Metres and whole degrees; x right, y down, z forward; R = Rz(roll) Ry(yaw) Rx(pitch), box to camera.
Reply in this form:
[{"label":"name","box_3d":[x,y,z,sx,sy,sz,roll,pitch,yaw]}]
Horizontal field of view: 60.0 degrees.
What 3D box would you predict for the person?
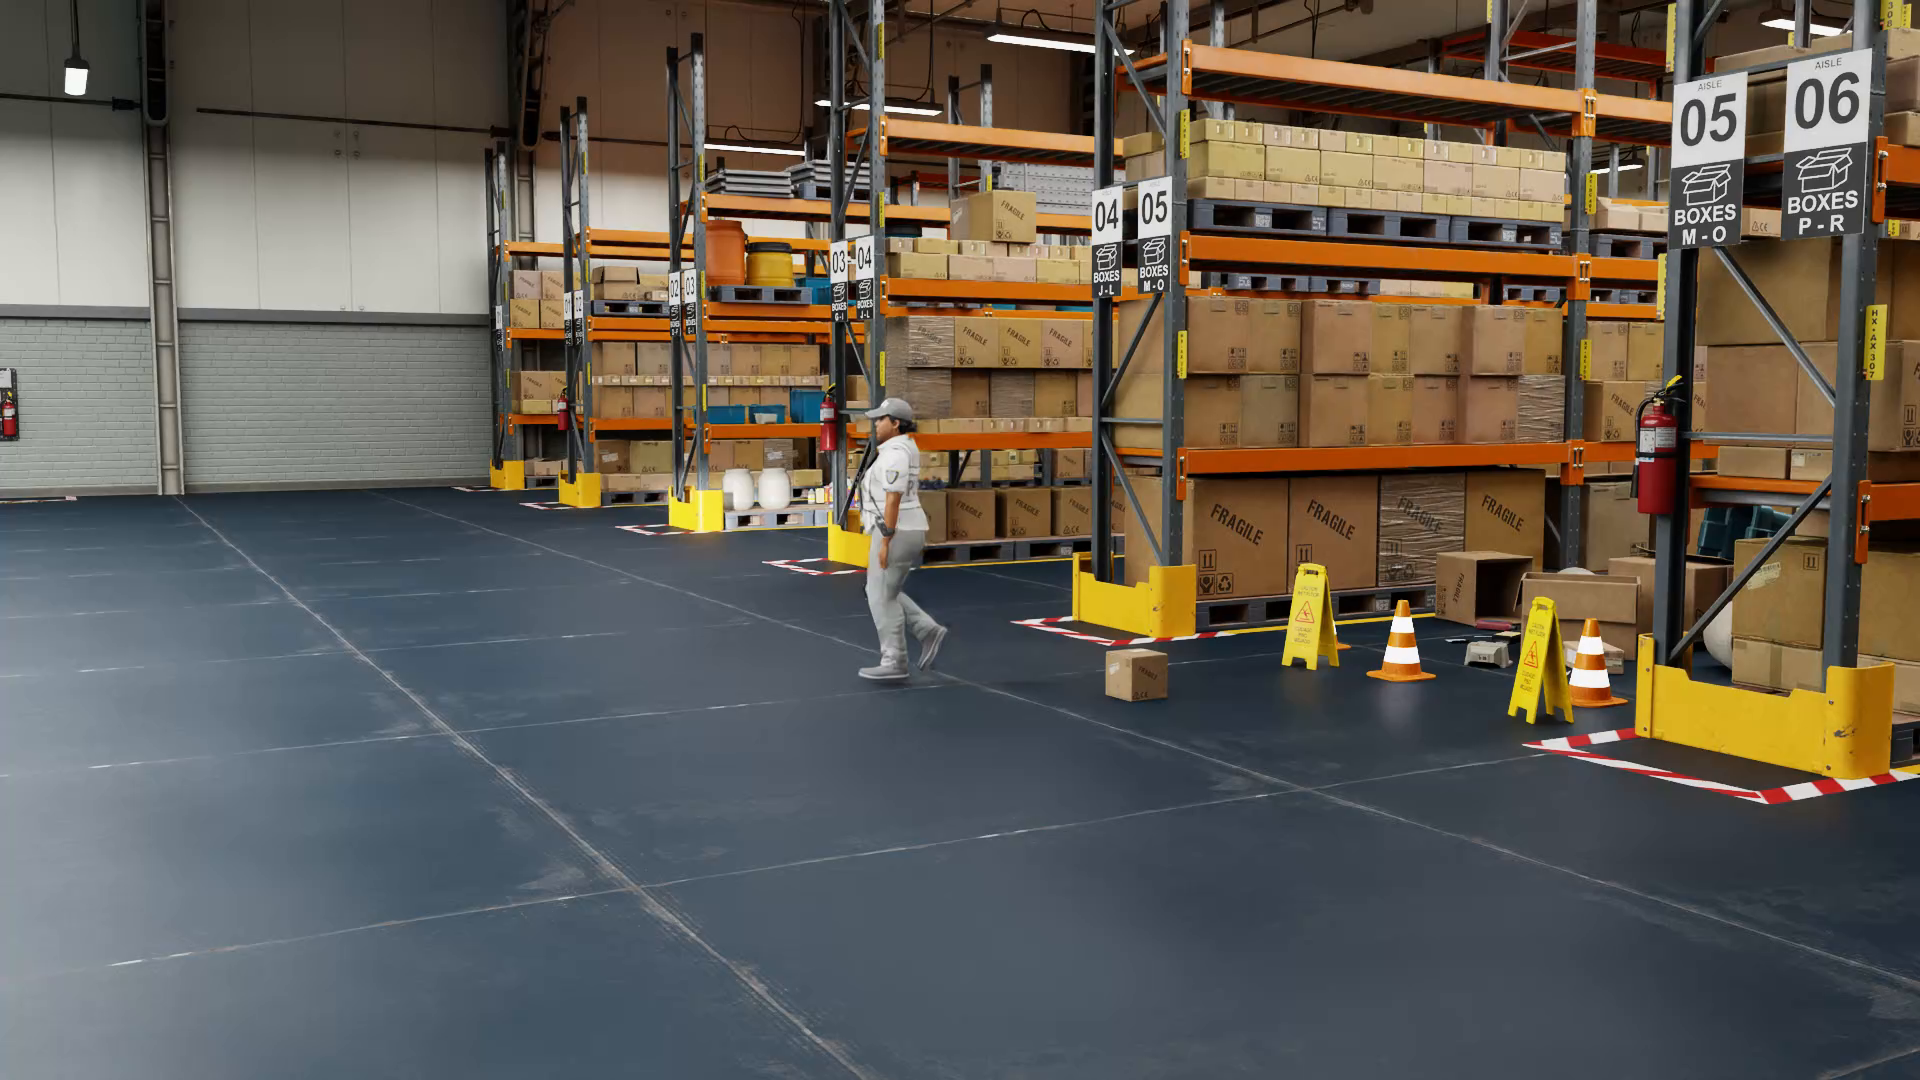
[{"label":"person","box_3d":[-0.343,-0.009,9.803,0.498,1.652,0.502,1,5,8]}]
